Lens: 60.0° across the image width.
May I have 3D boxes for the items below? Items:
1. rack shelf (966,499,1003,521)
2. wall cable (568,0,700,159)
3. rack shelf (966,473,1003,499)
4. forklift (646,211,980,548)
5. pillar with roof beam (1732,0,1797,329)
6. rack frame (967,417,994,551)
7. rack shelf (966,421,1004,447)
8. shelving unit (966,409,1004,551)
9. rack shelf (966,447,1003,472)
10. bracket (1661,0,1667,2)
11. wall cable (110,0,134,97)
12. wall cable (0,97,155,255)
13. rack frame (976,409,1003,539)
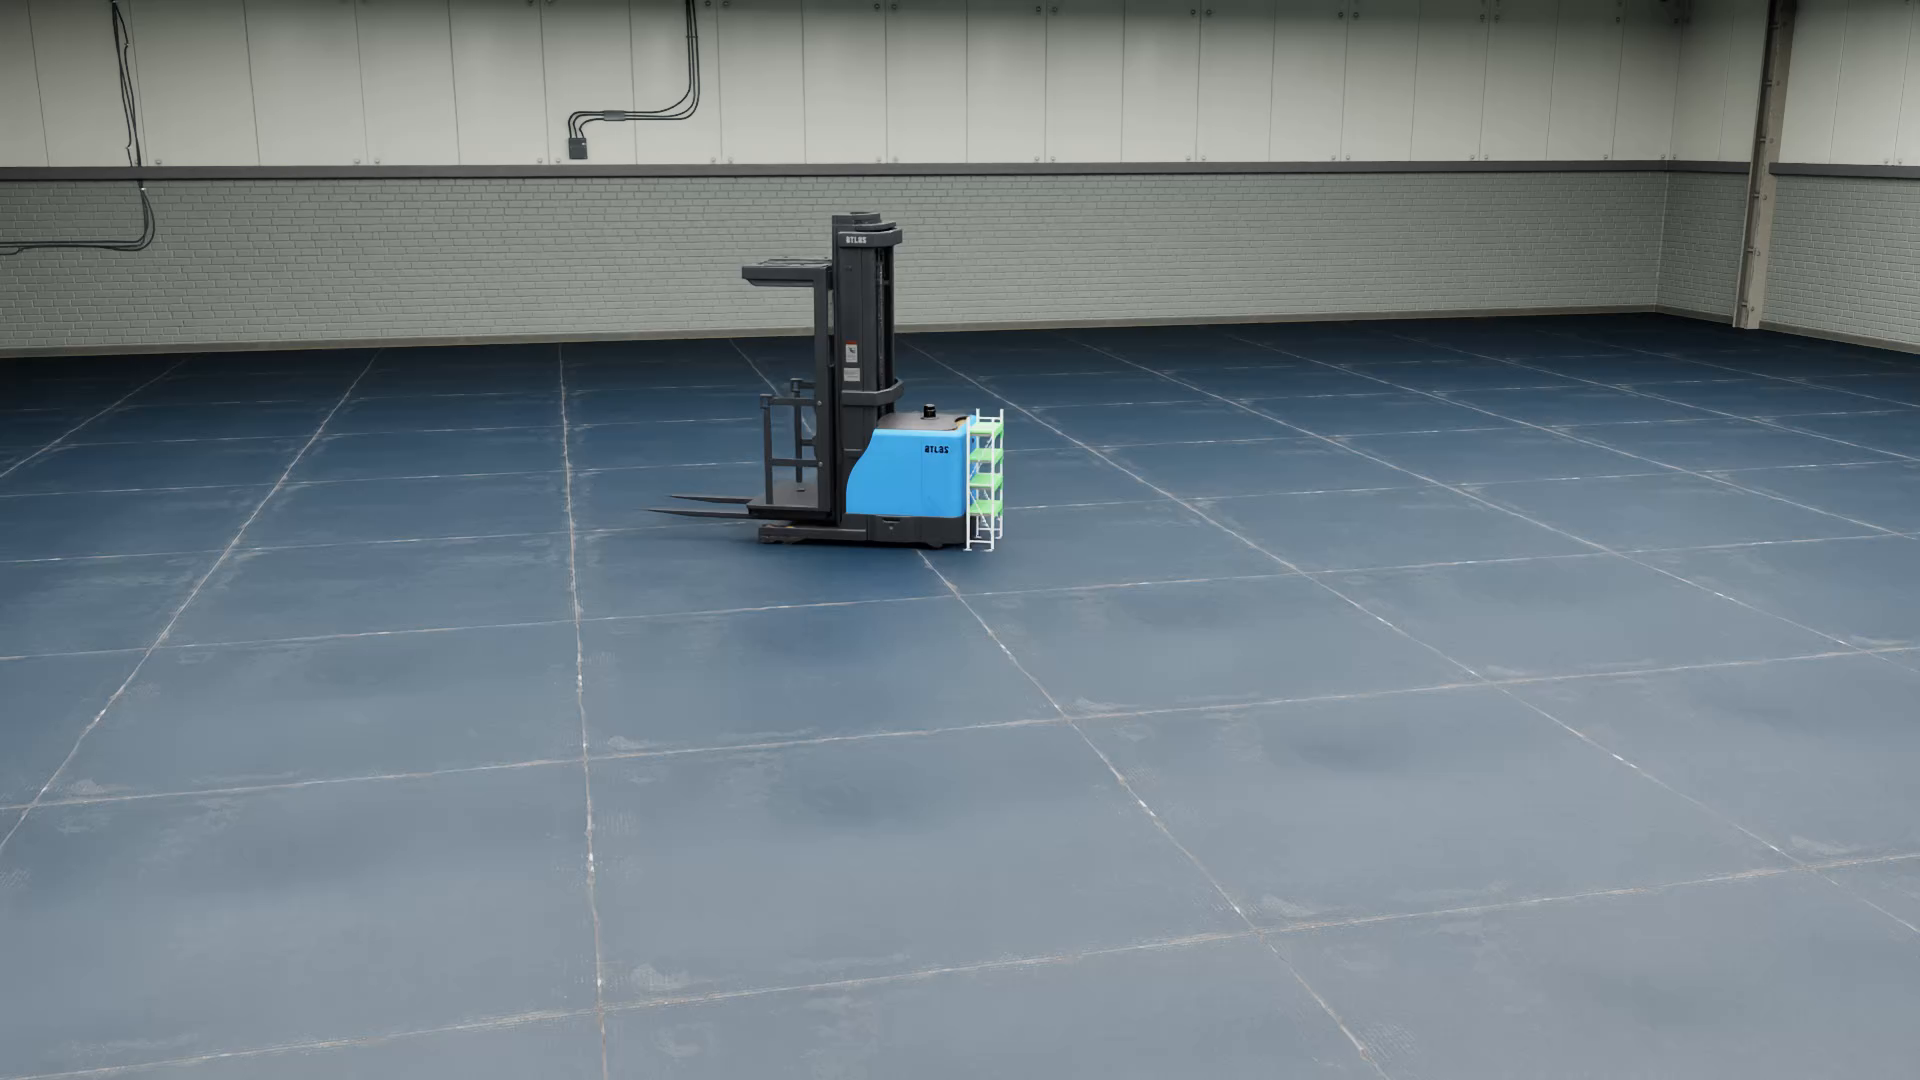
[{"bbox_3d":[0.224,-0.249,15.022,0.258,0.148,0.480,3,14,10],"label":"rack shelf"},{"bbox_3d":[-5.686,-9.628,28.532,2.305,6.003,0.169,-3,14,-13],"label":"wall cable"},{"bbox_3d":[0.224,-0.482,14.965,0.258,0.148,0.480,3,14,10],"label":"rack shelf"},{"bbox_3d":[-1.375,-1.503,15.225,3.031,2.935,1.130,2,14,10],"label":"forklift"},{"bbox_3d":[10.923,-8.213,29.905,9.100,9.000,0.548,-3,14,-13],"label":"pillar with roof beam"},{"bbox_3d":[0.180,-0.487,14.717,0.240,1.200,0.015,3,14,10],"label":"rack frame"},{"bbox_3d":[0.225,-0.949,14.851,0.258,0.148,0.480,3,14,10],"label":"rack shelf"},{"bbox_3d":[0.224,-0.544,14.950,0.258,1.200,0.503,3,14,10],"label":"shelving unit"},{"bbox_3d":[0.225,-0.715,14.908,0.258,0.148,0.480,3,14,10],"label":"rack shelf"},{"bbox_3d":[14.108,-10.824,33.009,0.235,0.232,0.430,-3,14,-13],"label":"bracket"},{"bbox_3d":[-12.288,-8.546,27.171,3.097,2.526,0.112,-3,14,-13],"label":"wall cable"},{"bbox_3d":[-14.918,-5.942,27.153,3.097,2.526,0.112,-3,14,-13],"label":"wall cable"},{"bbox_3d":[0.269,-0.601,15.183,0.240,1.200,0.015,3,14,10],"label":"rack frame"}]
